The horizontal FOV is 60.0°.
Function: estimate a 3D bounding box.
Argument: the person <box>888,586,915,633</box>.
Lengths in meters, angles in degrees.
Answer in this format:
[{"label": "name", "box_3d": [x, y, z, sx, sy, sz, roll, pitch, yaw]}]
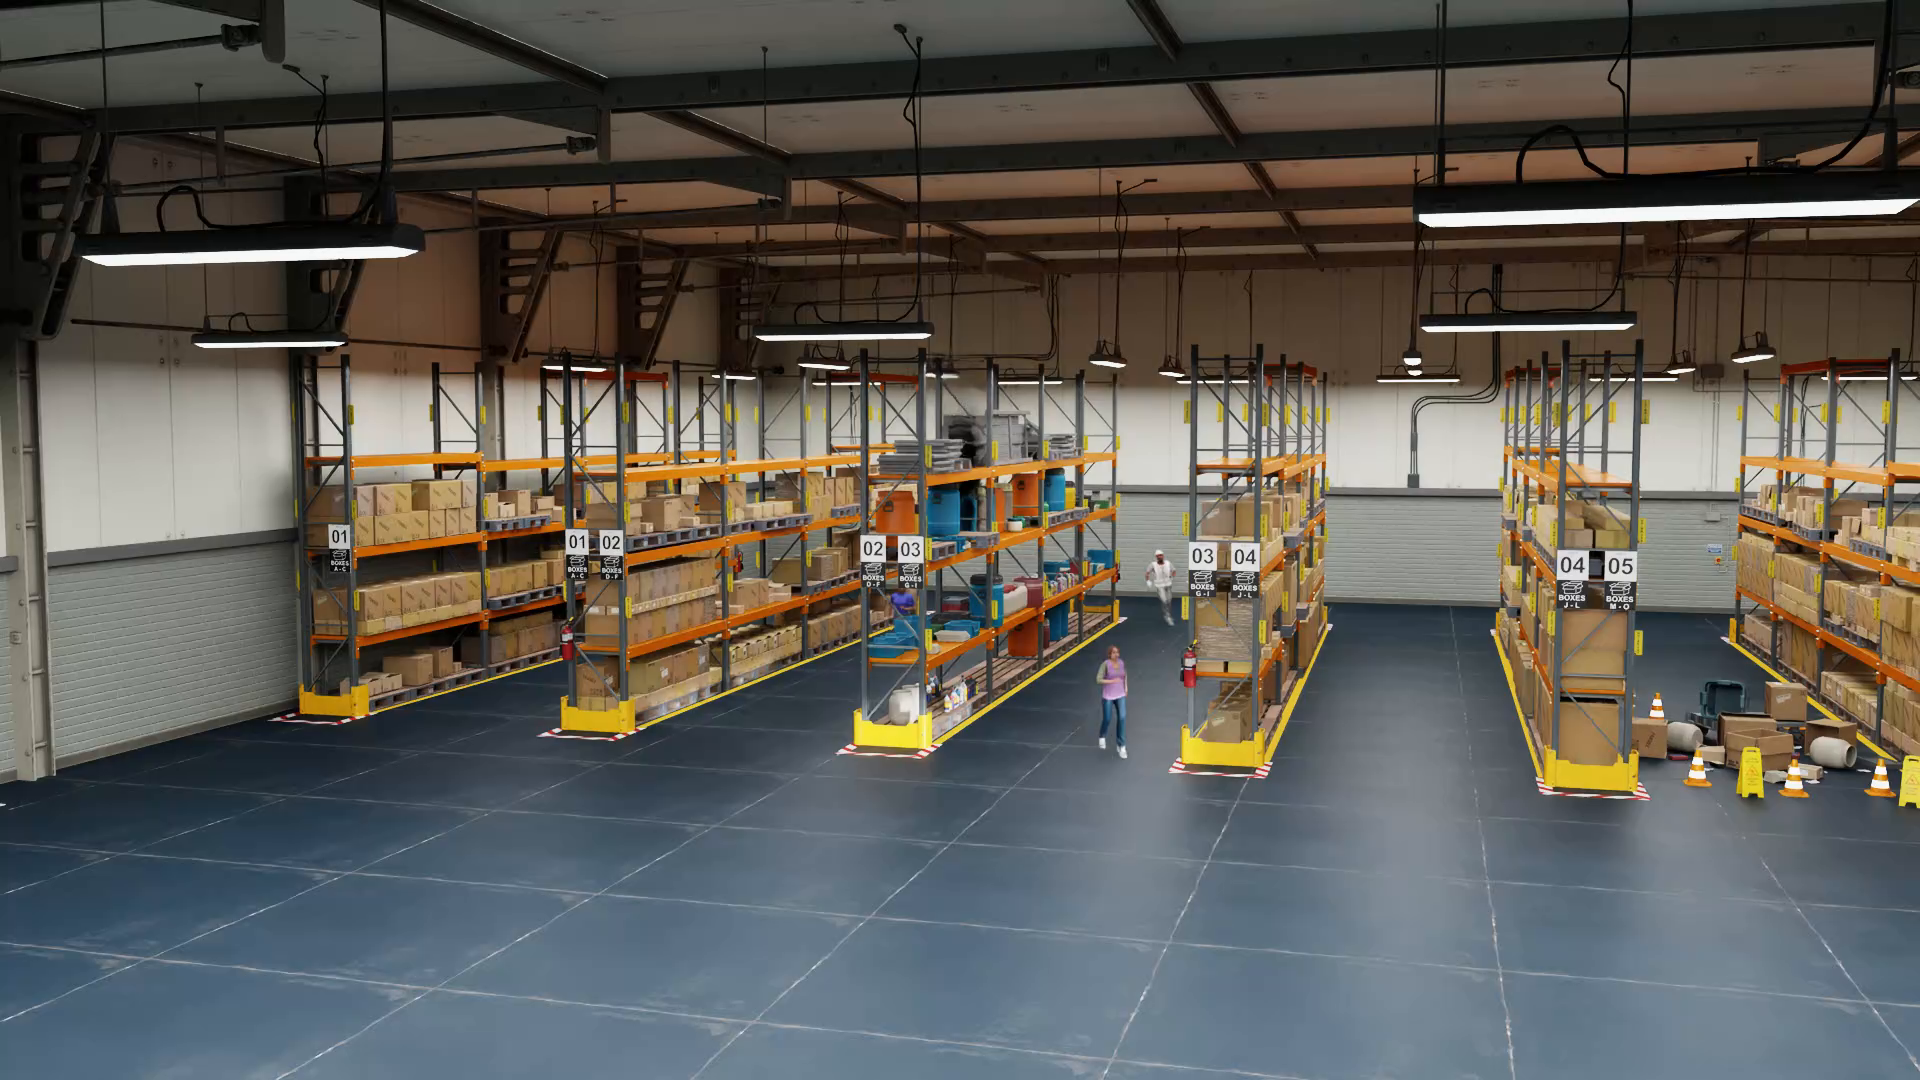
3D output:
[{"label": "person", "box_3d": [-1.188, 1.646, 33.461, 0.553, 1.660, 0.907, 0, 4, 3]}]

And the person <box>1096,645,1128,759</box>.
[{"label": "person", "box_3d": [2.246, 2.348, 24.540, 0.565, 1.631, 0.778, -1, 4, -16]}]

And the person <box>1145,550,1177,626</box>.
[{"label": "person", "box_3d": [4.857, 1.131, 39.834, 0.735, 1.785, 0.829, -1, 4, -10]}]
